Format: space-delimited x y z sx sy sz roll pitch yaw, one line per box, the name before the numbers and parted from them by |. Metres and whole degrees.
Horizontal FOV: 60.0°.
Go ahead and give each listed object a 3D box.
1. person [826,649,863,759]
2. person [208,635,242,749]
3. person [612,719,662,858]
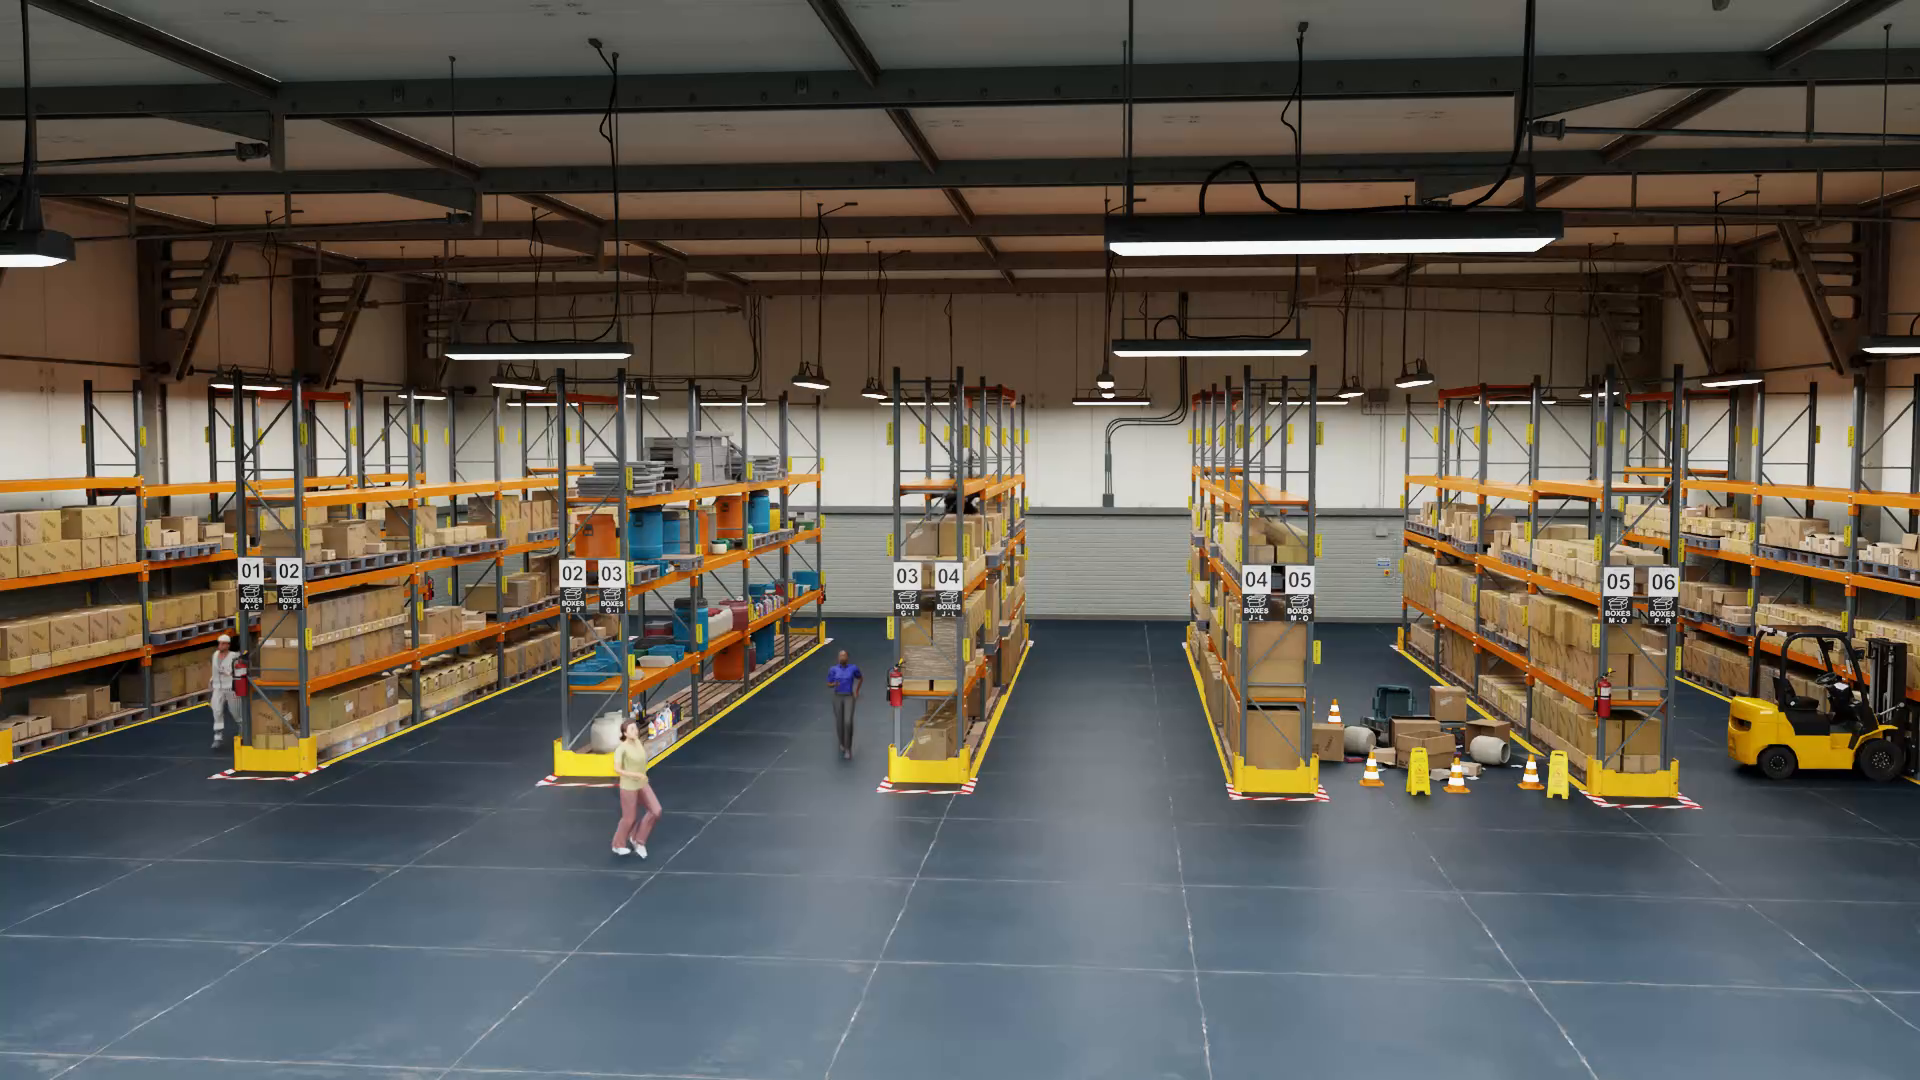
person | -1.815 2.561 26.039 0.556 1.714 0.714 0 4 2
person | -11.825 2.405 26.825 0.663 1.777 1.004 0 4 2
person | -3.879 2.952 19.759 0.644 1.653 0.582 2 4 35
